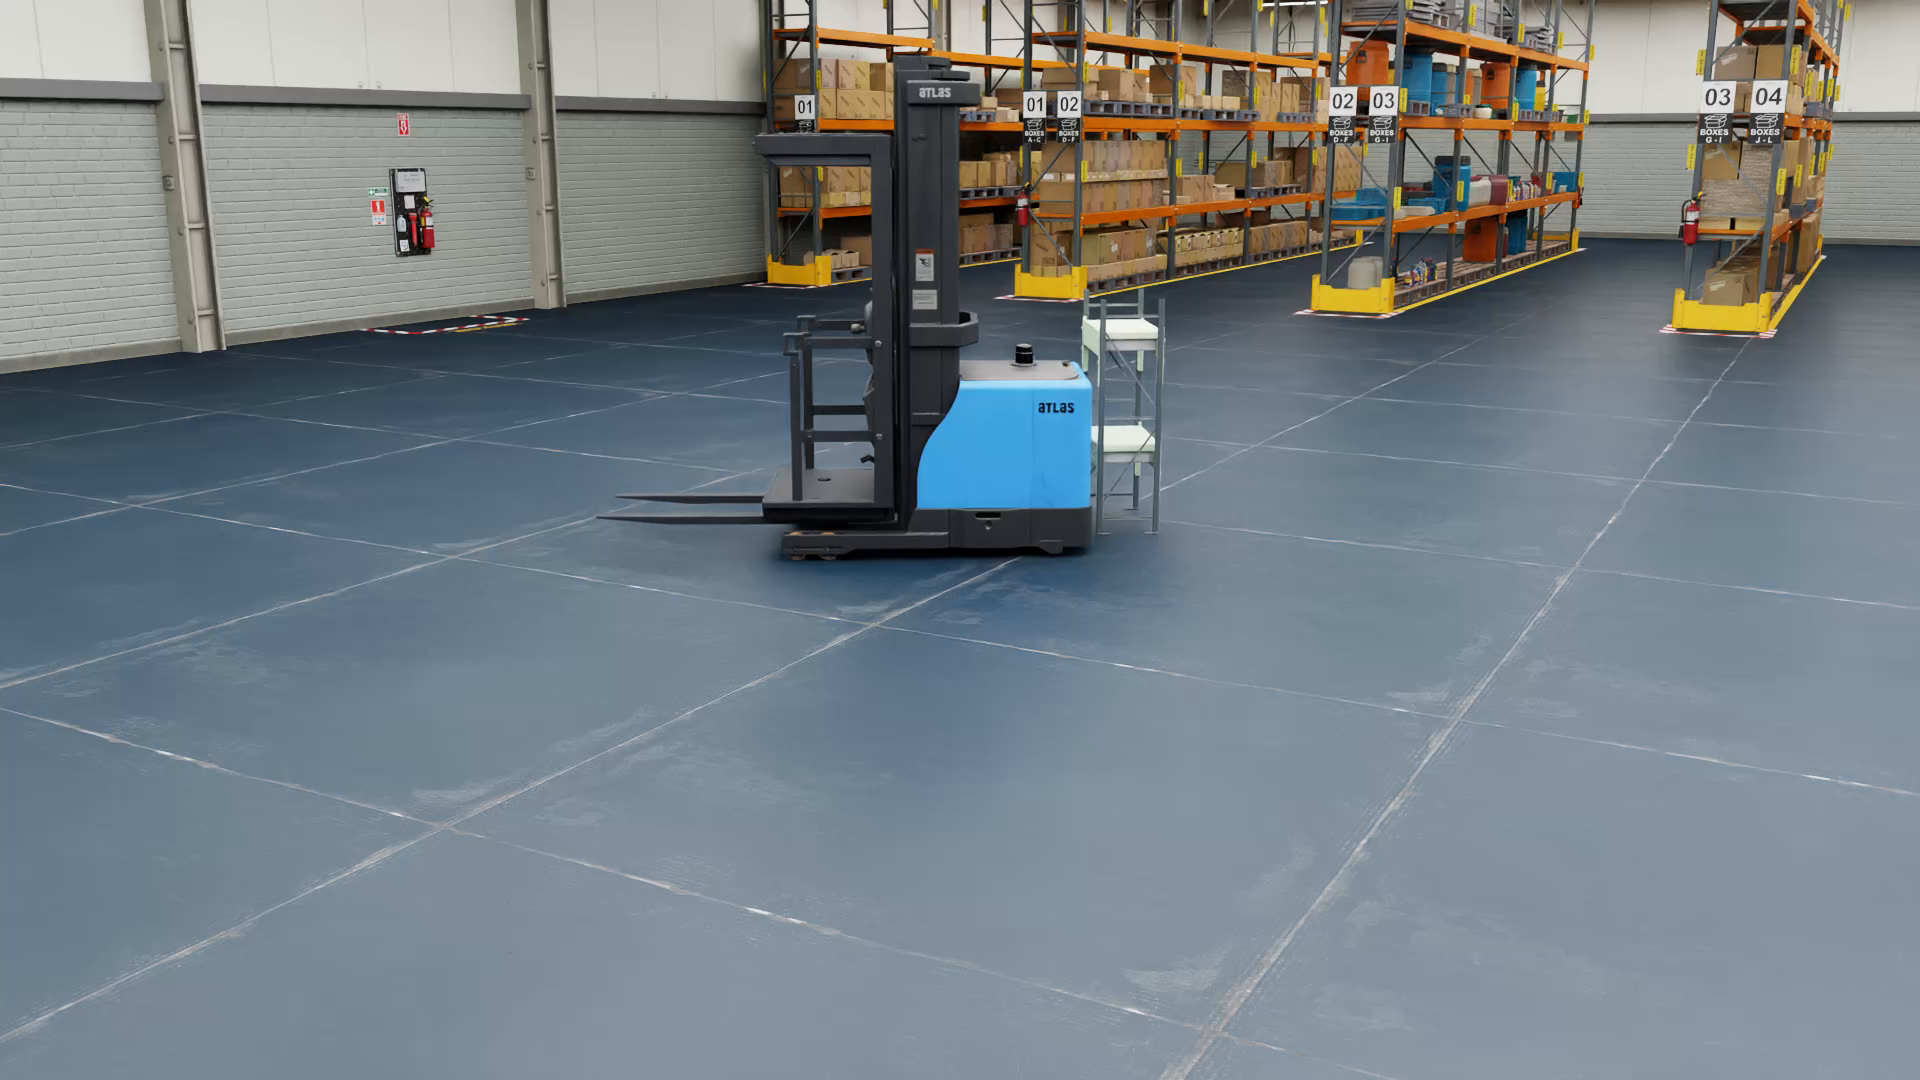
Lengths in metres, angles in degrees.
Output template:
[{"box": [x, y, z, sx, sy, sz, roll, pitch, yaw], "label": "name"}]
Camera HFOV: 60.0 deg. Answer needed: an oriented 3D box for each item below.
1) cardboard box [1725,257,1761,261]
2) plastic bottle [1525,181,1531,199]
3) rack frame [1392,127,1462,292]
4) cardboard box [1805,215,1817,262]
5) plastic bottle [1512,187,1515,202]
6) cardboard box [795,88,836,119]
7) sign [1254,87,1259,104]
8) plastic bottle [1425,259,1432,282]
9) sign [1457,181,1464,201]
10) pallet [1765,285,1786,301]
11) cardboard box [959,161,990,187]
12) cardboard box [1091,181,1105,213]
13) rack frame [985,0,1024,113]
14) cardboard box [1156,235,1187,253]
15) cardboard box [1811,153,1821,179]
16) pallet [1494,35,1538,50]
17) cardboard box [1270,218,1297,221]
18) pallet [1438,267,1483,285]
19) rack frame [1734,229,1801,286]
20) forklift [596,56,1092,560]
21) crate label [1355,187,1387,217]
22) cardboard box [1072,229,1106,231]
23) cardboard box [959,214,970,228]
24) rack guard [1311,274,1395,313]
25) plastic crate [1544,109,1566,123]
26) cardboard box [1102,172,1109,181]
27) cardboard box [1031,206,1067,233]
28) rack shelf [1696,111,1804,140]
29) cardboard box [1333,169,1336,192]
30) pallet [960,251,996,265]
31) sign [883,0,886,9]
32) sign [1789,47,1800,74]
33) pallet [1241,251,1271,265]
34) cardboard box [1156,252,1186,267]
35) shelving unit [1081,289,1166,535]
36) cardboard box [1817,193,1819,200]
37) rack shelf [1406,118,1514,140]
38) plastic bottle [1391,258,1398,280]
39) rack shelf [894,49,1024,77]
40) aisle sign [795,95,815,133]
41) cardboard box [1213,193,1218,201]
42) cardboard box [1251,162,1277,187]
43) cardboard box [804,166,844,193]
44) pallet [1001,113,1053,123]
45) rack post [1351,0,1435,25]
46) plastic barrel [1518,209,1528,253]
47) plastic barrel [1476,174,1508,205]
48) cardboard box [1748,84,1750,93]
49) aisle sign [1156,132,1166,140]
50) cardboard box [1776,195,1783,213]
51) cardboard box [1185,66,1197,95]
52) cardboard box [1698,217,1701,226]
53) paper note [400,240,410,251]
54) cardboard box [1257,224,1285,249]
[{"box": [11.846, -4.007, 25.191, 0.500, 0.500, 0.500, 7, 15, 26], "label": "cardboard box"}, {"box": [11.358, -7.010, 33.317, 0.144, 0.351, 0.185, 7, 15, 28], "label": "plastic bottle"}, {"box": [7.738, -5.657, 27.596, 1.000, 3.000, 0.127, 7, 15, 28], "label": "rack frame"}, {"box": [15.218, -5.591, 30.962, 1.225, 0.875, 0.875, 7, 15, 26], "label": "cardboard box"}, {"box": [10.604, -6.637, 31.913, 0.061, 0.283, 0.133, 7, 15, 28], "label": "plastic bottle"}, {"box": [-2.487, -7.515, 28.650, 0.500, 0.500, 0.500, 8, 16, 30], "label": "cardboard box"}, {"box": [5.819, -8.723, 32.642, 0.100, 0.325, 0.005, 7, 15, 28], "label": "sign"}, {"box": [7.586, -4.378, 27.008, 0.144, 0.351, 0.185, 7, 15, 25], "label": "plastic bottle"}, {"box": [8.214, -5.727, 27.296, 0.100, 0.325, 0.005, 7, 15, 28], "label": "sign"}, {"box": [12.449, -3.900, 26.259, 1.003, 0.211, 1.213, 7, 15, 28], "label": "pallet"}, {"box": [0.198, -7.506, 34.118, 0.700, 0.500, 0.500, 7, 15, 28], "label": "cardboard box"}, {"box": [1.957, -5.649, 27.352, 0.700, 0.500, 0.500, 8, 16, 29], "label": "cardboard box"}, {"box": [0.999, -10.516, 34.953, 1.000, 3.000, 0.127, 7, 15, 28], "label": "rack frame"}, {"box": [3.822, -5.415, 30.369, 0.500, 0.311, 0.500, 7, 15, 28], "label": "cardboard box"}, {"box": [16.397, -7.242, 32.259, 0.500, 0.500, 0.500, 7, 15, 28], "label": "cardboard box"}, {"box": [10.048, -9.252, 30.966, 1.213, 0.211, 1.003, 7, 15, 28], "label": "pallet"}, {"box": [7.298, -7.008, 37.595, 0.500, 0.500, 0.500, 7, 15, 28], "label": "cardboard box"}, {"box": [8.673, -4.718, 29.652, 1.003, 0.211, 1.213, 7, 15, 28], "label": "pallet"}, {"box": [14.008, -5.916, 28.673, 1.000, 3.000, 0.127, 7, 15, 28], "label": "rack frame"}, {"box": [-0.718, -1.431, 10.215, 3.031, 2.935, 1.130, 0, 14, -1], "label": "forklift"}, {"box": [6.458, -5.261, 25.882, 0.502, 0.435, 0.616, 7, 15, 28], "label": "crate label"}, {"box": [2.182, -5.083, 28.588, 0.500, 0.500, 0.500, 7, 15, 28], "label": "cardboard box"}, {"box": [-0.135, -6.493, 33.861, 0.500, 0.250, 0.500, 7, 15, 26], "label": "cardboard box"}, {"box": [5.800, -3.642, 24.572, 1.175, 0.500, 0.348, 7, 15, 28], "label": "rack guard"}, {"box": [12.446, -8.916, 34.996, 0.497, 0.269, 0.590, 7, 15, 28], "label": "plastic crate"}, {"box": [2.219, -5.975, 27.320, 0.380, 0.149, 0.250, 7, 15, 27], "label": "cardboard box"}, {"box": [1.899, -7.074, 37.166, 0.750, 0.750, 0.750, 7, 15, 28], "label": "cardboard box"}, {"box": [11.107, -5.794, 23.299, 1.077, 0.370, 4.000, 7, 15, 28], "label": "rack shelf"}, {"box": [8.245, -8.190, 37.891, 0.500, 0.500, 0.500, 7, 15, 28], "label": "cardboard box"}, {"box": [0.030, -5.835, 34.285, 1.003, 0.211, 1.213, 7, 15, 28], "label": "pallet"}, {"box": [-1.423, -10.288, 31.677, 0.100, 0.325, 0.005, 7, 15, 28], "label": "sign"}, {"box": [10.615, -6.096, 21.156, 0.100, 0.325, 0.005, 7, 15, 28], "label": "sign"}, {"box": [5.732, -5.832, 34.276, 1.003, 0.211, 1.213, 7, 15, 28], "label": "pallet"}, {"box": [3.816, -5.141, 30.427, 0.500, 0.250, 0.500, 7, 15, 27], "label": "cardboard box"}, {"box": [1.048, -0.852, 10.867, 0.431, 1.500, 0.755, -1, 14, -4], "label": "shelving unit"}, {"box": [16.629, -6.746, 32.650, 0.380, 0.149, 0.250, 8, 16, 30], "label": "cardboard box"}, {"box": [8.705, -7.175, 29.031, 1.077, 0.370, 4.000, 7, 15, 28], "label": "rack shelf"}, {"box": [7.111, -4.448, 27.296, 0.144, 0.351, 0.185, 7, 15, 28], "label": "plastic bottle"}, {"box": [0.033, -9.562, 33.382, 1.077, 0.370, 4.000, 7, 15, 28], "label": "rack shelf"}, {"box": [-2.640, -7.173, 28.341, 0.394, 0.787, 0.004, 7, 15, 28], "label": "aisle sign"}, {"box": [4.770, -6.649, 32.249, 0.380, 0.149, 0.250, 9, 16, 32], "label": "cardboard box"}, {"box": [6.153, -7.600, 34.548, 0.700, 0.500, 0.500, 11, 17, 38], "label": "cardboard box"}, {"box": [-2.374, -6.324, 29.041, 0.500, 0.500, 0.500, 7, 15, 28], "label": "cardboard box"}, {"box": [1.264, -9.104, 35.900, 1.213, 0.211, 1.003, 8, 16, 31], "label": "pallet"}, {"box": [6.281, -7.650, 24.131, 0.937, 0.300, 0.954, 9, 16, 34], "label": "rack post"}, {"box": [11.328, -6.372, 34.146, 0.600, 0.901, 0.708, 7, 15, 28], "label": "plastic barrel"}, {"box": [9.713, -6.414, 30.447, 0.600, 0.536, 0.708, 7, 15, 28], "label": "plastic barrel"}, {"box": [10.595, -6.146, 22.694, 0.380, 0.149, 0.250, 8, 15, 29], "label": "cardboard box"}, {"box": [5.164, -10.486, 42.080, 0.394, 0.787, 0.004, 7, 15, 28], "label": "aisle sign"}, {"box": [11.376, -4.991, 23.986, 0.875, 0.500, 0.500, 7, 15, 28], "label": "cardboard box"}, {"box": [3.992, -8.414, 30.458, 0.500, 0.500, 0.500, 9, 16, 33], "label": "cardboard box"}, {"box": [10.295, -4.343, 22.683, 0.380, 0.149, 0.250, 7, 15, 28], "label": "cardboard box"}, {"box": [-7.561, -4.010, 22.644, 0.016, 0.148, 0.142, 7, 15, 28], "label": "paper note"}, {"box": [6.551, -6.417, 35.145, 0.500, 0.500, 0.500, 7, 15, 26], "label": "cardboard box"}]
